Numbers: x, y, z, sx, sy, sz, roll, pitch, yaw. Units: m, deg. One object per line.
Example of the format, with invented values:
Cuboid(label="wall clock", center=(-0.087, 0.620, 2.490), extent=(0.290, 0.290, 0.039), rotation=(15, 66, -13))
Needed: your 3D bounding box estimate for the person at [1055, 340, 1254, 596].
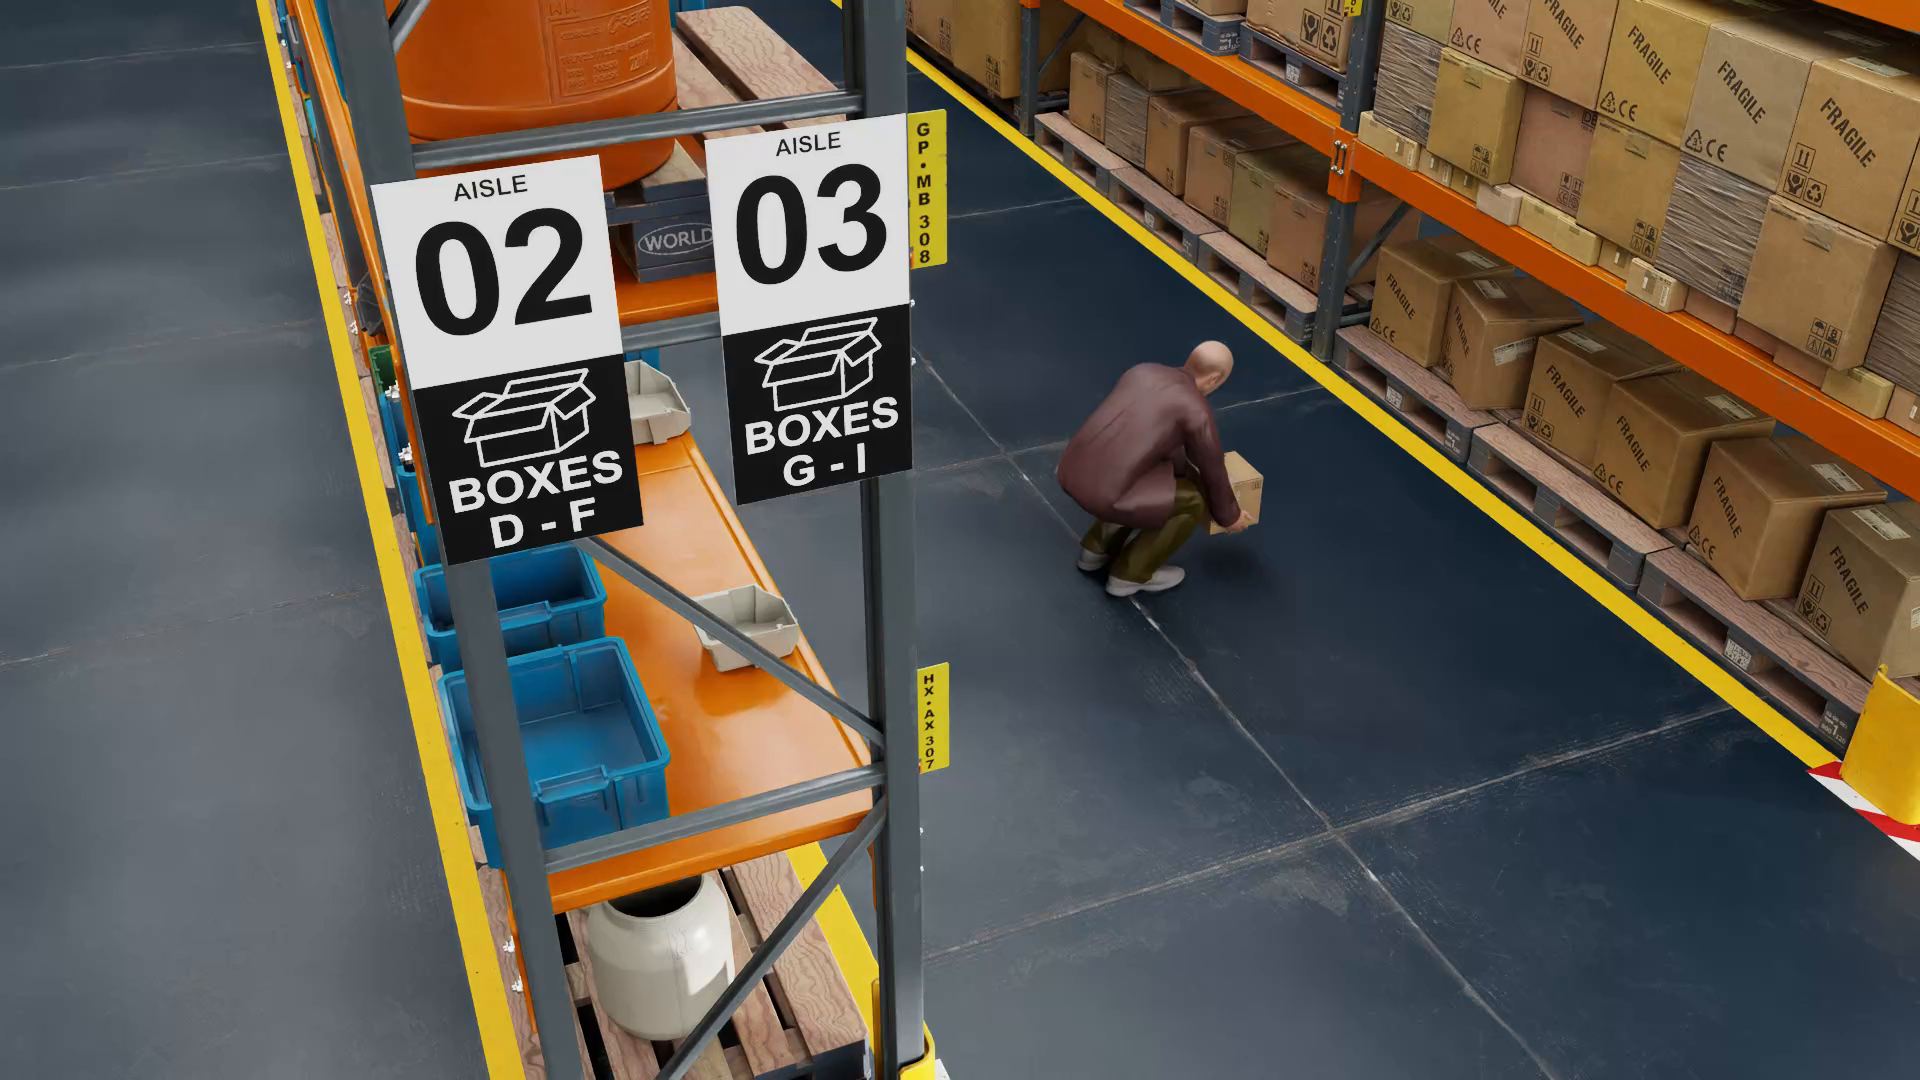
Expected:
Cuboid(label="person", center=(0.834, -0.322, 7.306), extent=(0.884, 1.063, 0.609), rotation=(-12, 35, -18))
